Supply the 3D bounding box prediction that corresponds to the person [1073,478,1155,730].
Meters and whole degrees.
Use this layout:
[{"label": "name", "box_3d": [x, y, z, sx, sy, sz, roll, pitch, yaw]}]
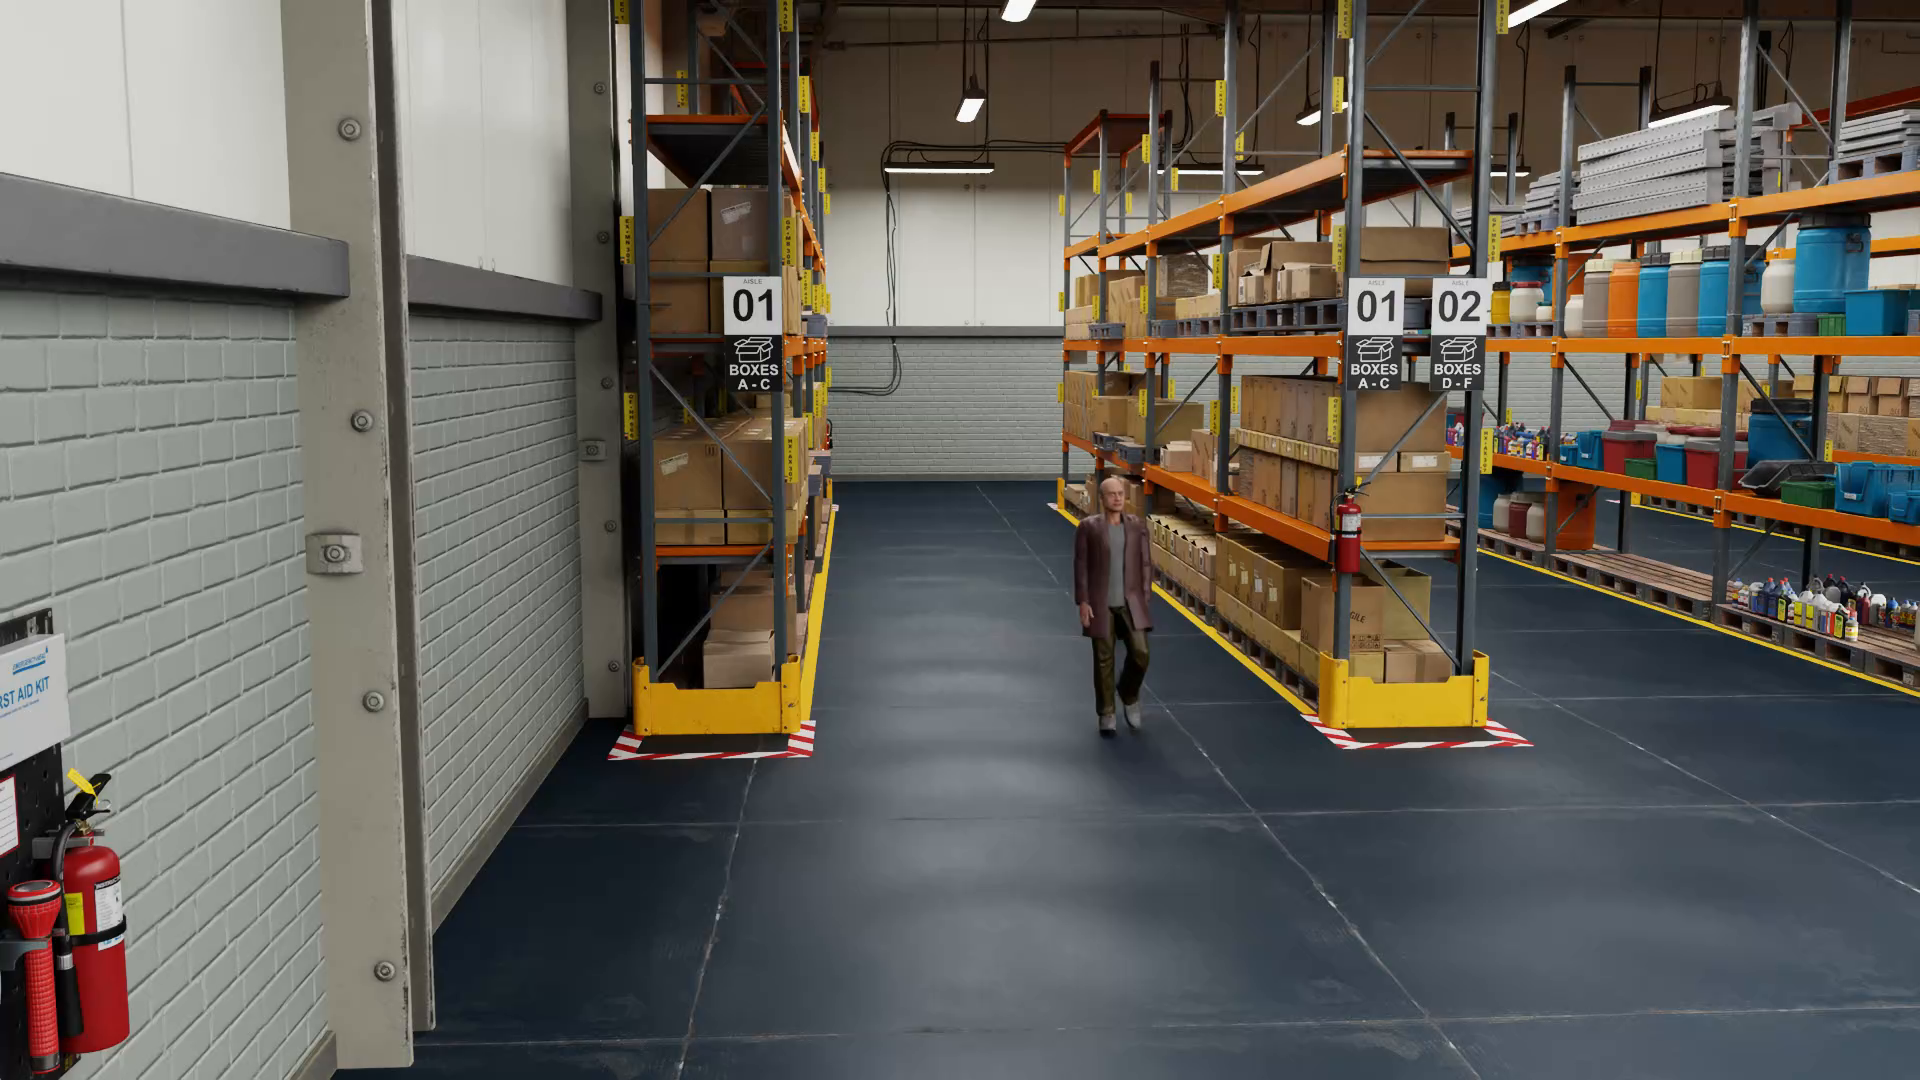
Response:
[{"label": "person", "box_3d": [1.084, 0.461, 11.722, 0.569, 1.791, 0.503, 0, 7, -3]}]
